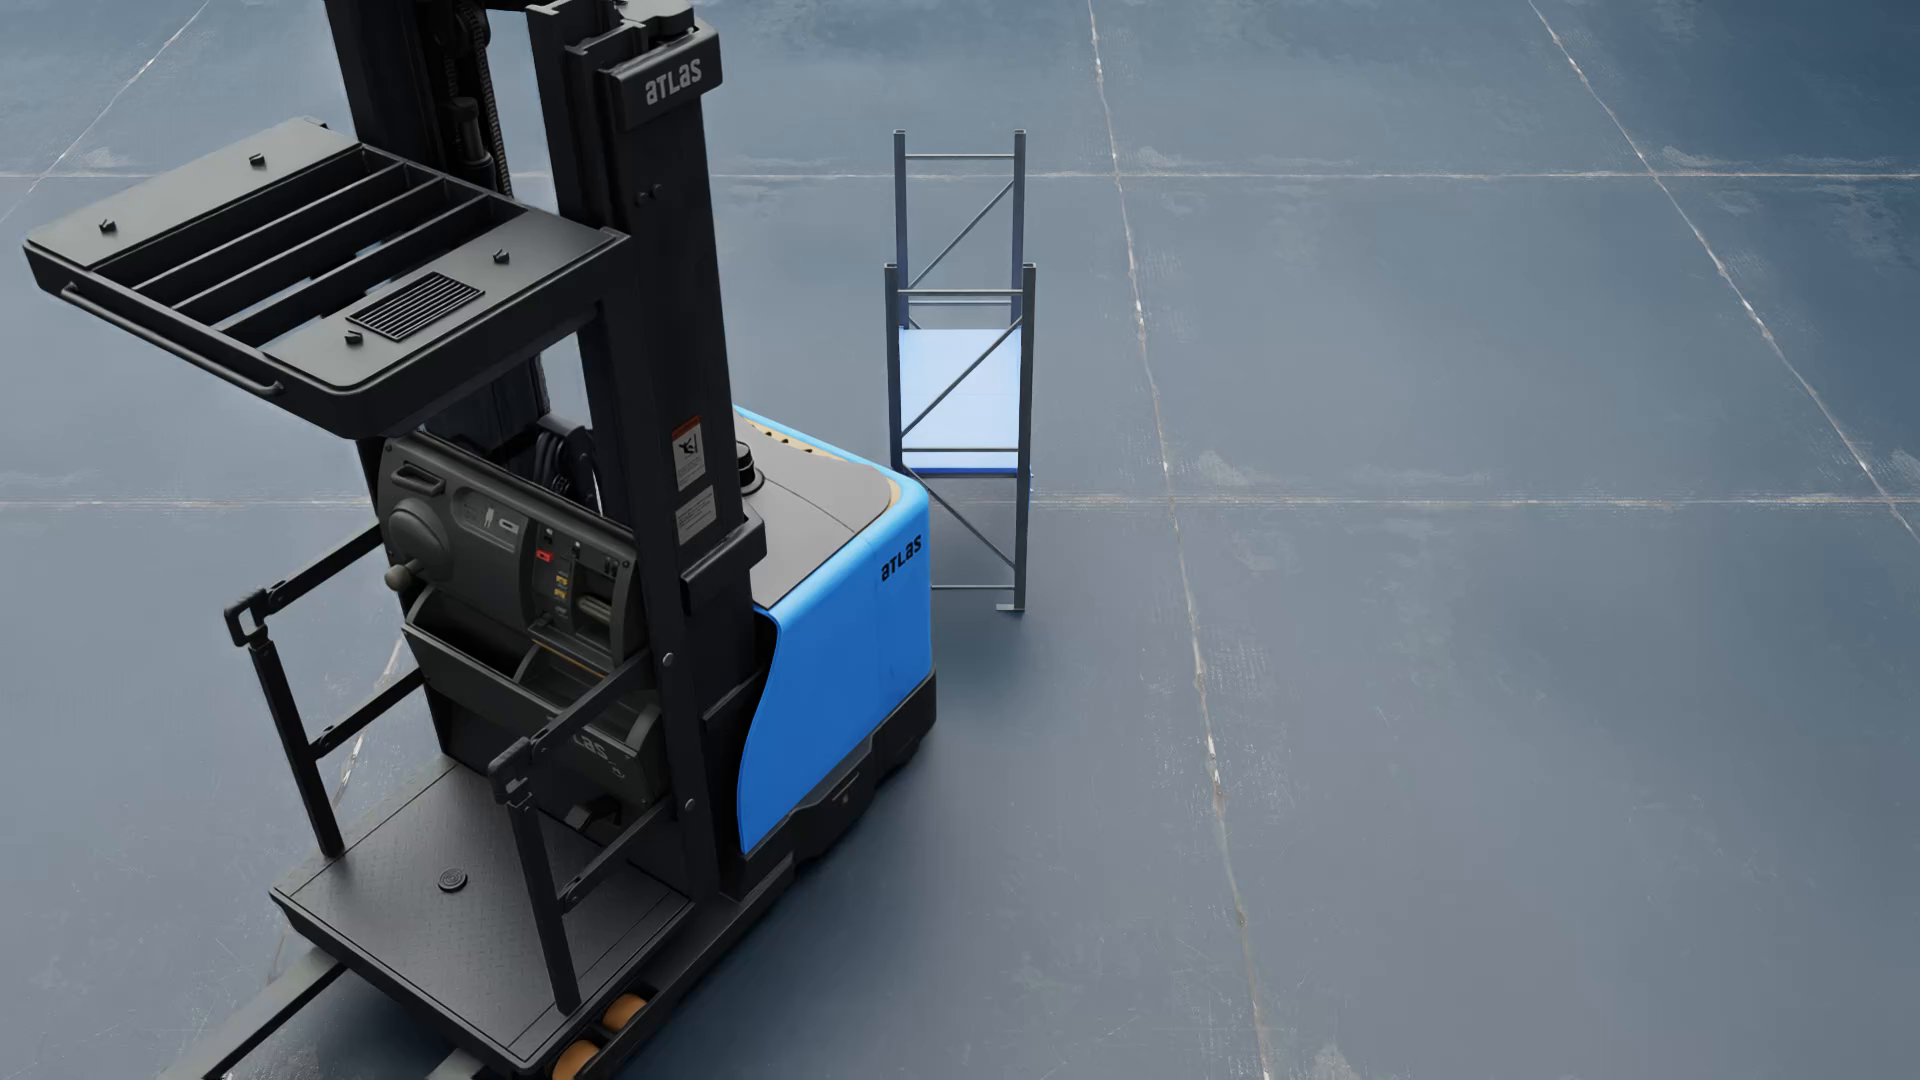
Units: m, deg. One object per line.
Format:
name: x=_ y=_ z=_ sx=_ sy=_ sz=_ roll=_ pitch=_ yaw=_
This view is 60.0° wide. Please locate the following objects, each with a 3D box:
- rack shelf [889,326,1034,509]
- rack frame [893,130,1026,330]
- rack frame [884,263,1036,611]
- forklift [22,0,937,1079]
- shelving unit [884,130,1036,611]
rack shelf: x=0.000 y=-0.498 z=6.460 sx=0.538 sy=0.185 sz=1.000 roll=0 pitch=39 yaw=0
rack frame: x=-0.001 y=-0.956 z=6.744 sx=0.500 sy=1.500 sz=0.032 roll=0 pitch=39 yaw=0
rack frame: x=0.000 y=-0.321 z=5.951 sx=0.500 sy=1.500 sz=0.032 roll=0 pitch=39 yaw=0
forklift: x=-1.331 y=0.109 z=4.270 sx=1.130 sy=2.935 sz=3.031 roll=23 pitch=44 yaw=26
shelving unit: x=0.000 y=-0.639 z=6.348 sx=0.538 sy=1.500 sz=1.048 roll=0 pitch=39 yaw=0
